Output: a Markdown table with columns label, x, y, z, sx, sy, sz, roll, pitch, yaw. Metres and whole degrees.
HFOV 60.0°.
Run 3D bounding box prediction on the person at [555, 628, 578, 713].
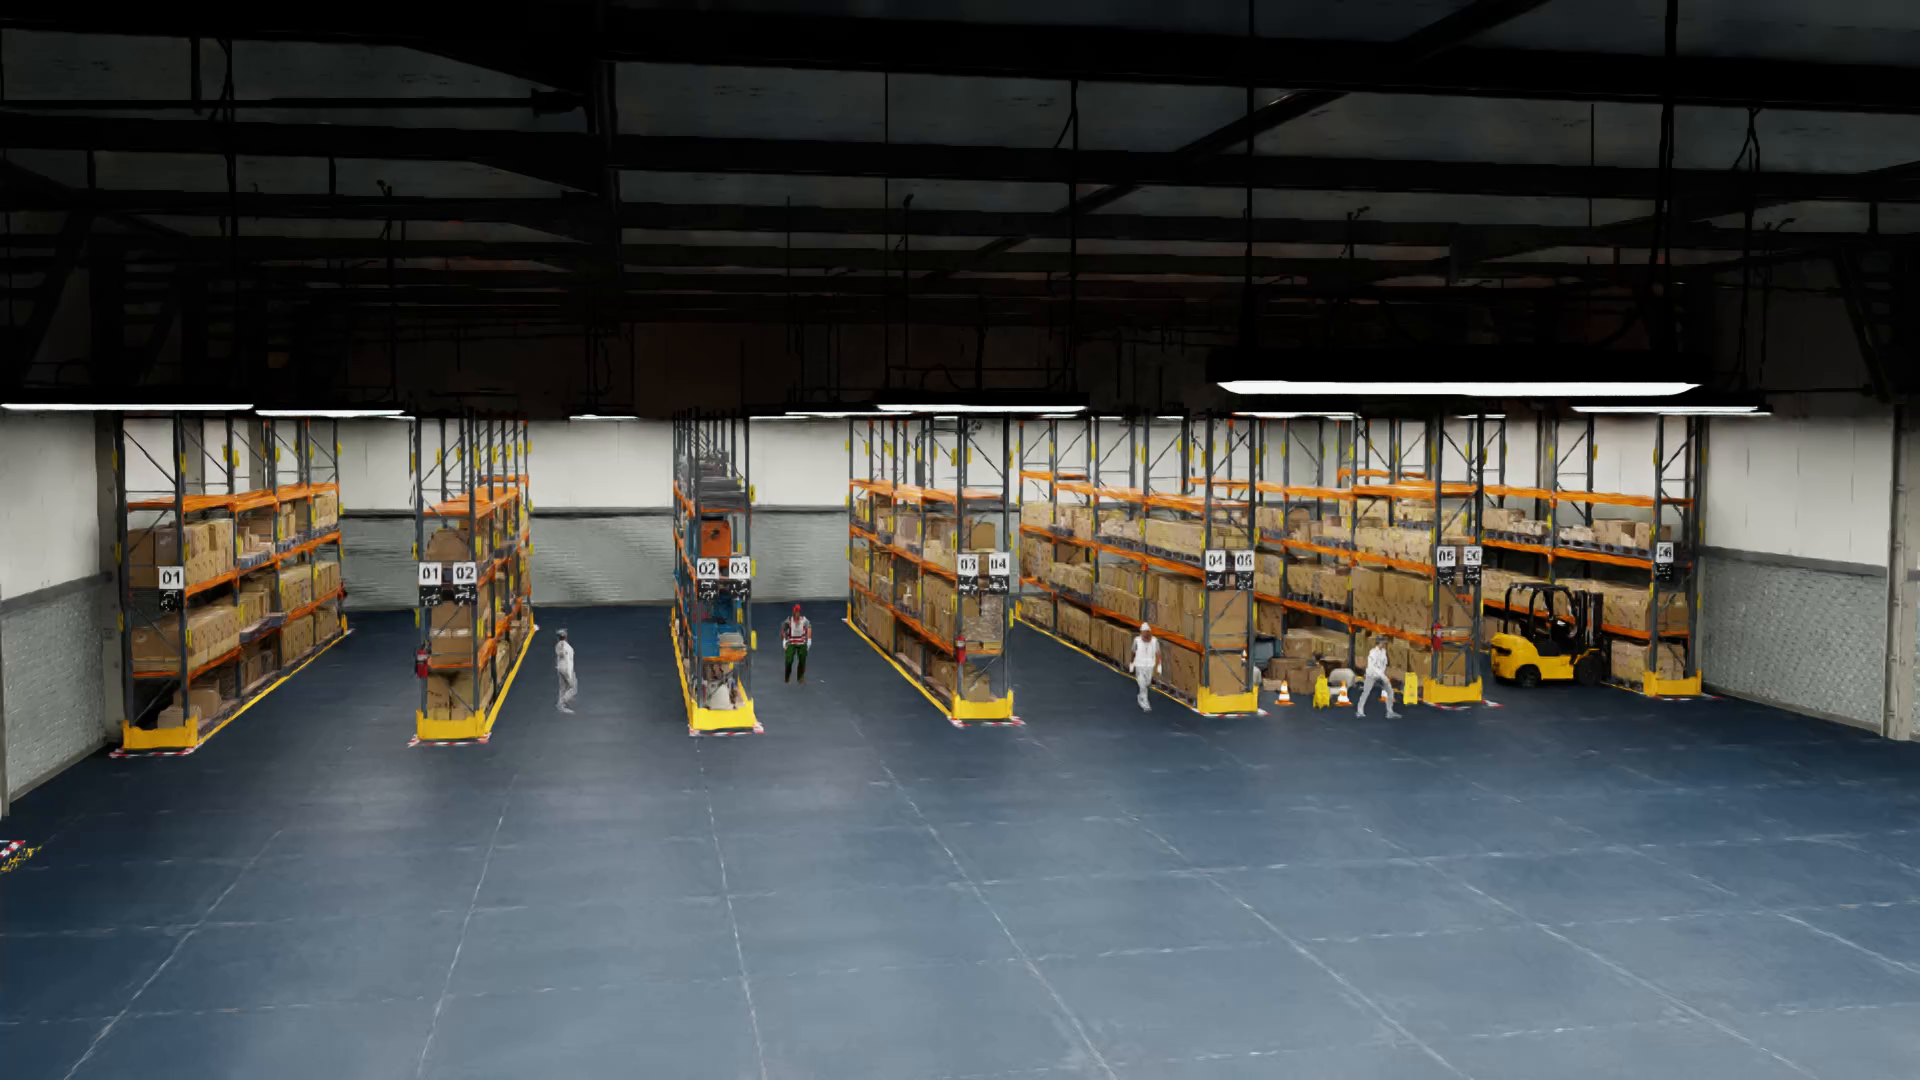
| label | x | y | z | sx | sy | sz | roll | pitch | yaw |
| --- | --- | --- | --- | --- | --- | --- | --- | --- | --- |
| person | -7.760 | 2.570 | 32.574 | 0.414 | 1.675 | 0.516 | -3 | 5 | -39 |

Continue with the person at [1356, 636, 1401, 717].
| label | x | y | z | sx | sy | sz | roll | pitch | yaw |
| --- | --- | --- | --- | --- | --- | --- | --- | --- | --- |
| person | 8.043 | 2.627 | 32.110 | 0.630 | 1.618 | 0.758 | -3 | 5 | -32 |

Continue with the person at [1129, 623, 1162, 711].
| label | x | y | z | sx | sy | sz | roll | pitch | yaw |
| --- | --- | --- | --- | --- | --- | --- | --- | --- | --- |
| person | 3.708 | 2.507 | 33.064 | 0.579 | 1.732 | 1.031 | -1 | 4 | -12 |

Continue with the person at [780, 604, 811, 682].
| label | x | y | z | sx | sy | sz | roll | pitch | yaw |
| --- | --- | --- | --- | --- | --- | --- | --- | --- | --- |
| person | -3.596 | 2.266 | 36.505 | 0.677 | 1.742 | 0.551 | -1 | 4 | -12 |
